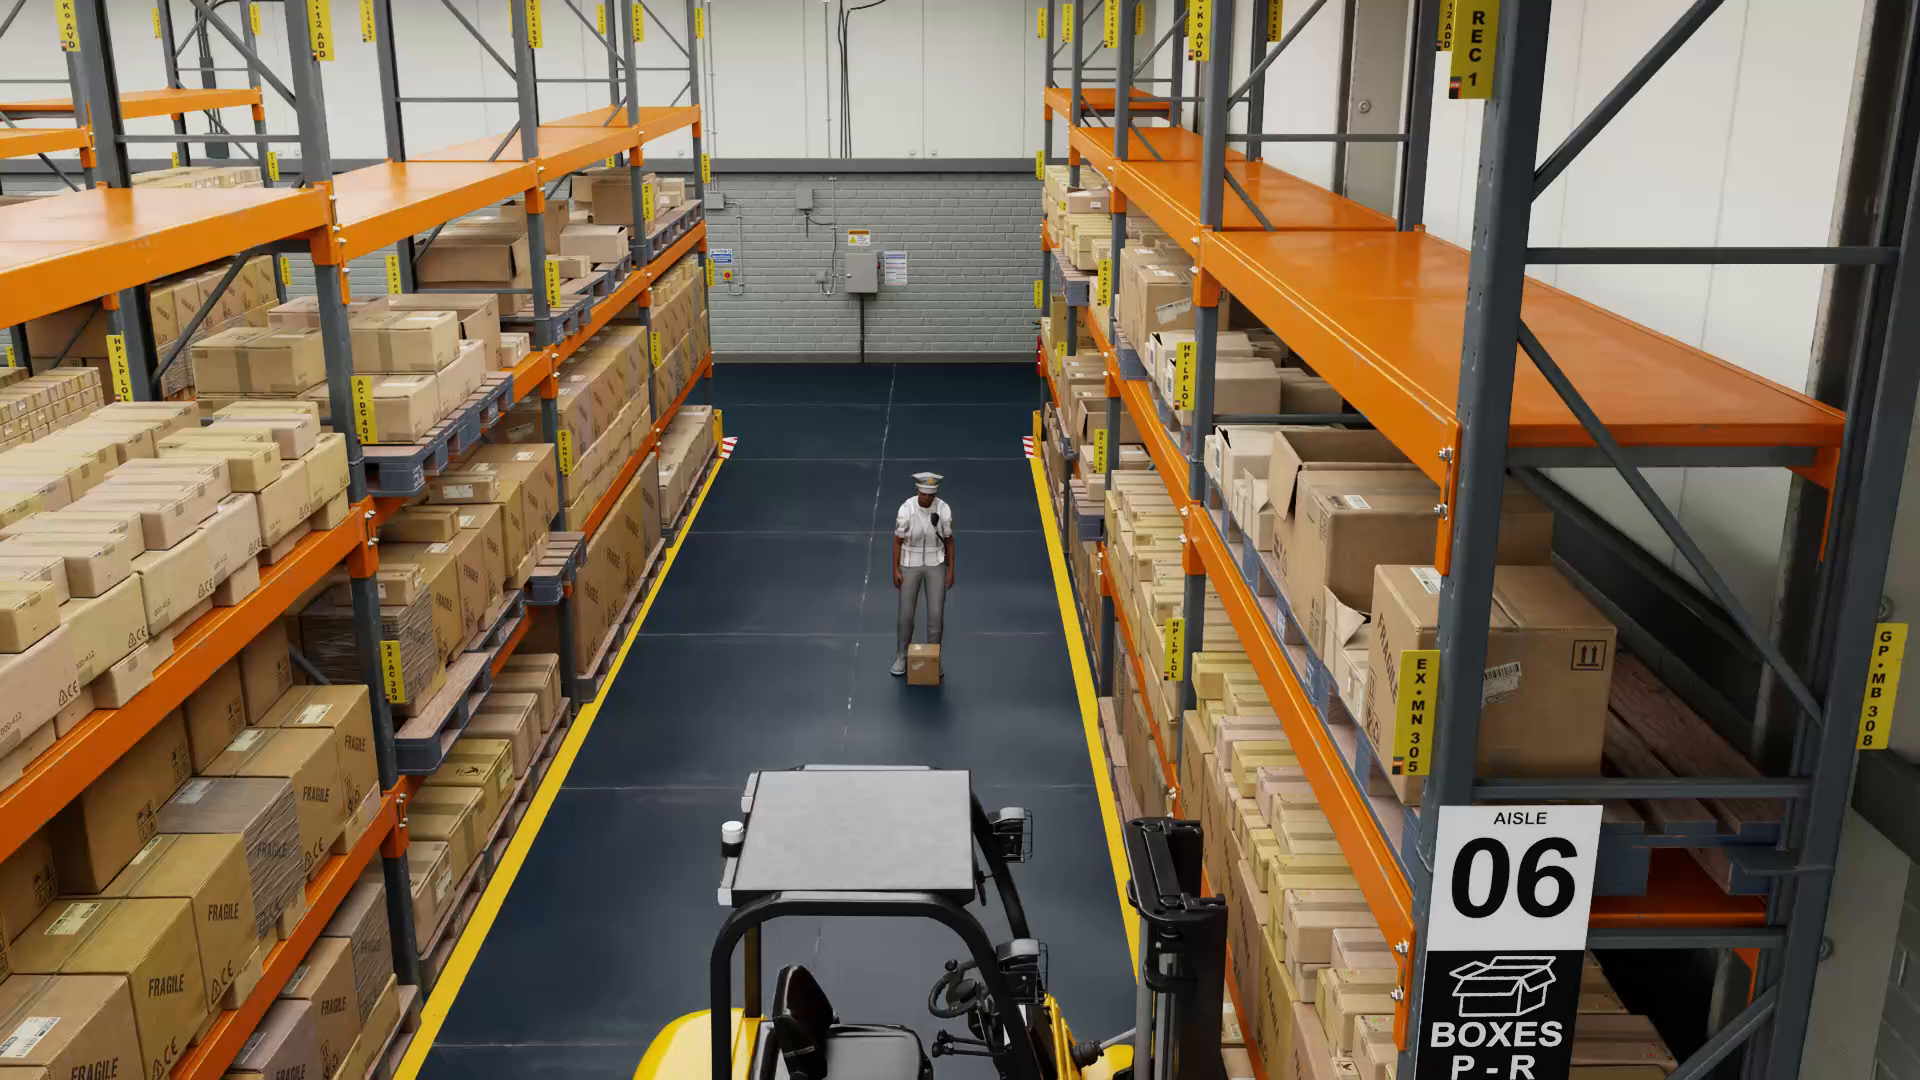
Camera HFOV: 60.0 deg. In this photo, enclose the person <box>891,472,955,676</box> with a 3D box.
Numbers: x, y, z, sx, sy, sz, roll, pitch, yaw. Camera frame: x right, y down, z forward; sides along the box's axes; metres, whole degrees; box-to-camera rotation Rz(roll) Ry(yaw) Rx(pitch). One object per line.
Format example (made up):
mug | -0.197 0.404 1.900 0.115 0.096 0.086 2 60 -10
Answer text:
person | -0.300 0.254 13.253 0.527 1.658 0.427 -1 17 -4
